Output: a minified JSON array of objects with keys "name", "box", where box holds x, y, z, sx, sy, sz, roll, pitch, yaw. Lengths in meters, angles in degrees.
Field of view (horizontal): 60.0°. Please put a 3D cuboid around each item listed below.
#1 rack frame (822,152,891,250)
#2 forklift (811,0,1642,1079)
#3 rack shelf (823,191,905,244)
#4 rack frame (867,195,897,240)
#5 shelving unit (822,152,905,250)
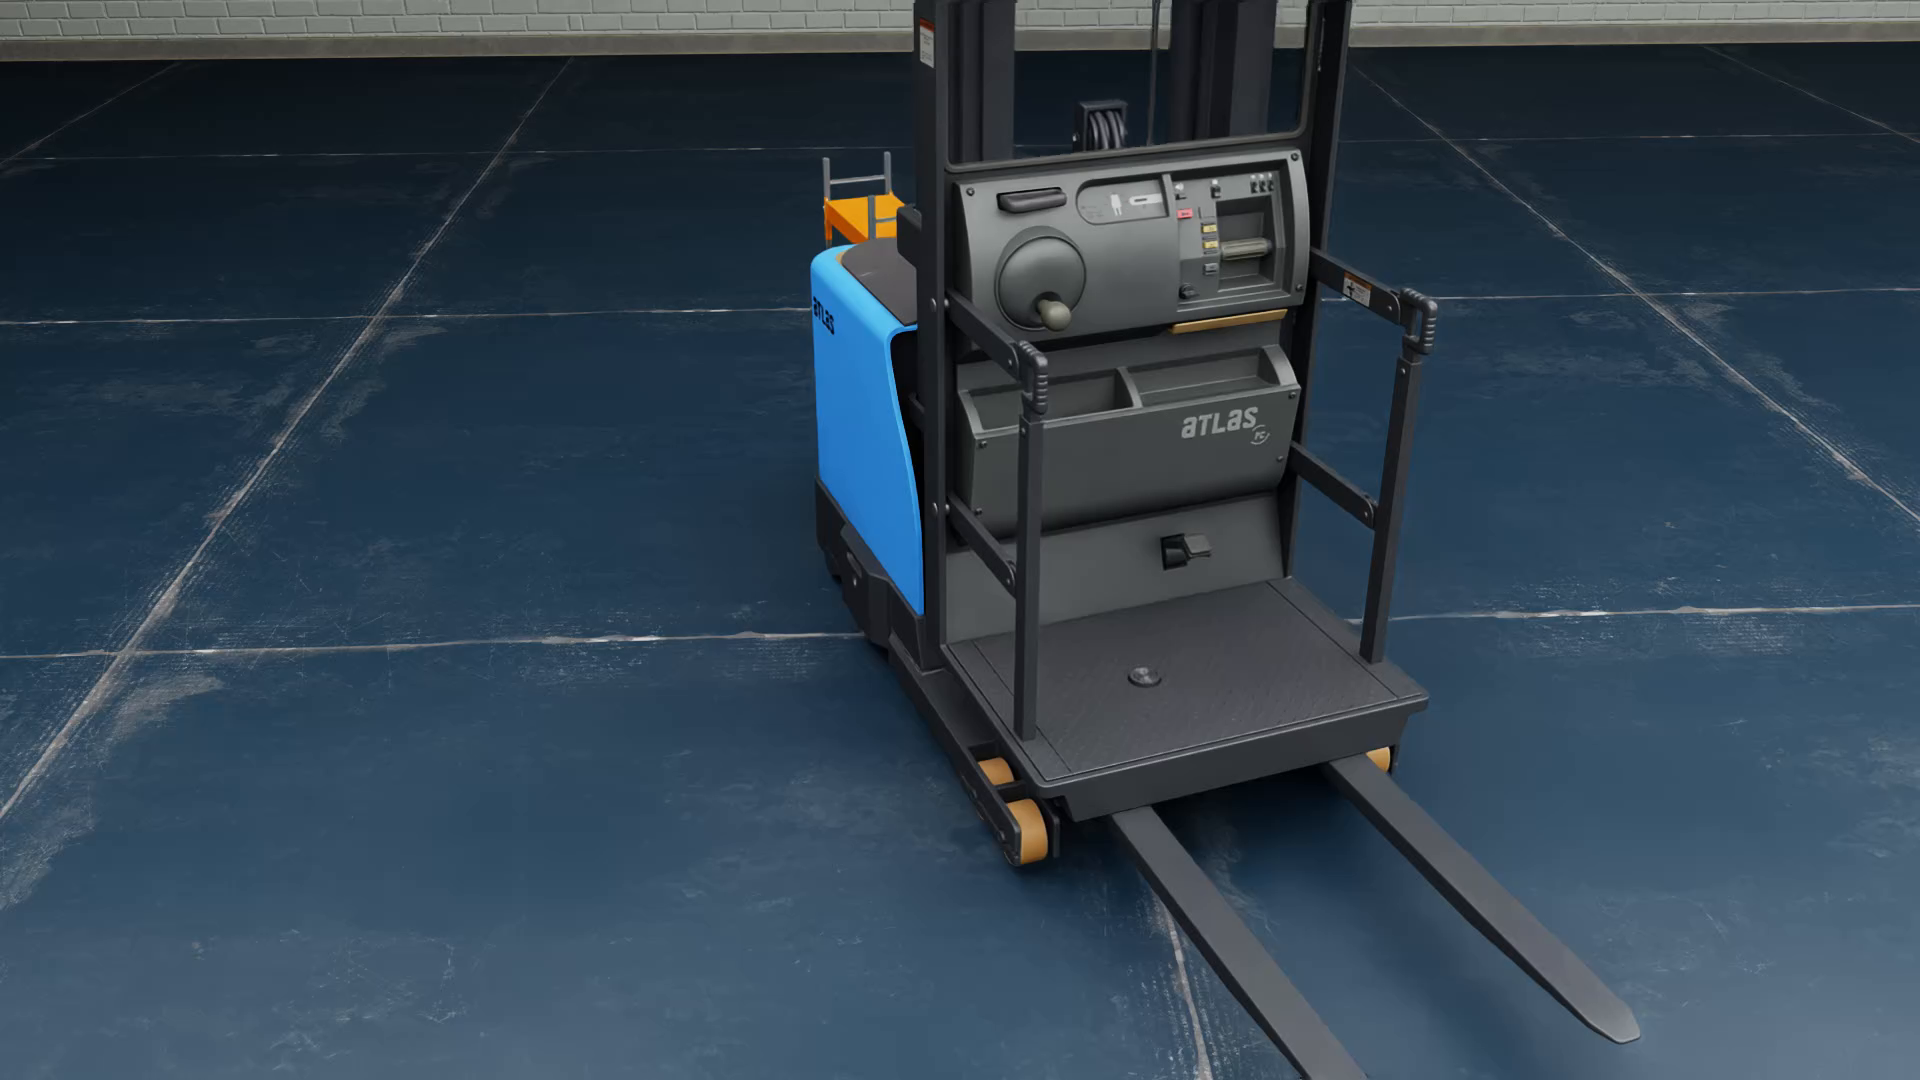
[{"name":"rack frame","box":[-0.353,-0.780,5.948,0.240,1.200,0.015,-10,29,-19]},{"name":"forklift","box":[0.522,-0.700,3.923,1.130,2.935,3.031,-10,29,-19]},{"name":"rack shelf","box":[-0.265,-1.023,5.564,0.258,0.148,0.480,-10,29,-19]},{"name":"rack frame","box":[-0.177,-0.569,5.544,0.240,1.200,0.015,-10,29,-19]},{"name":"shelving unit","box":[-0.265,-0.675,5.746,0.258,1.200,0.503,-10,29,-19]}]
